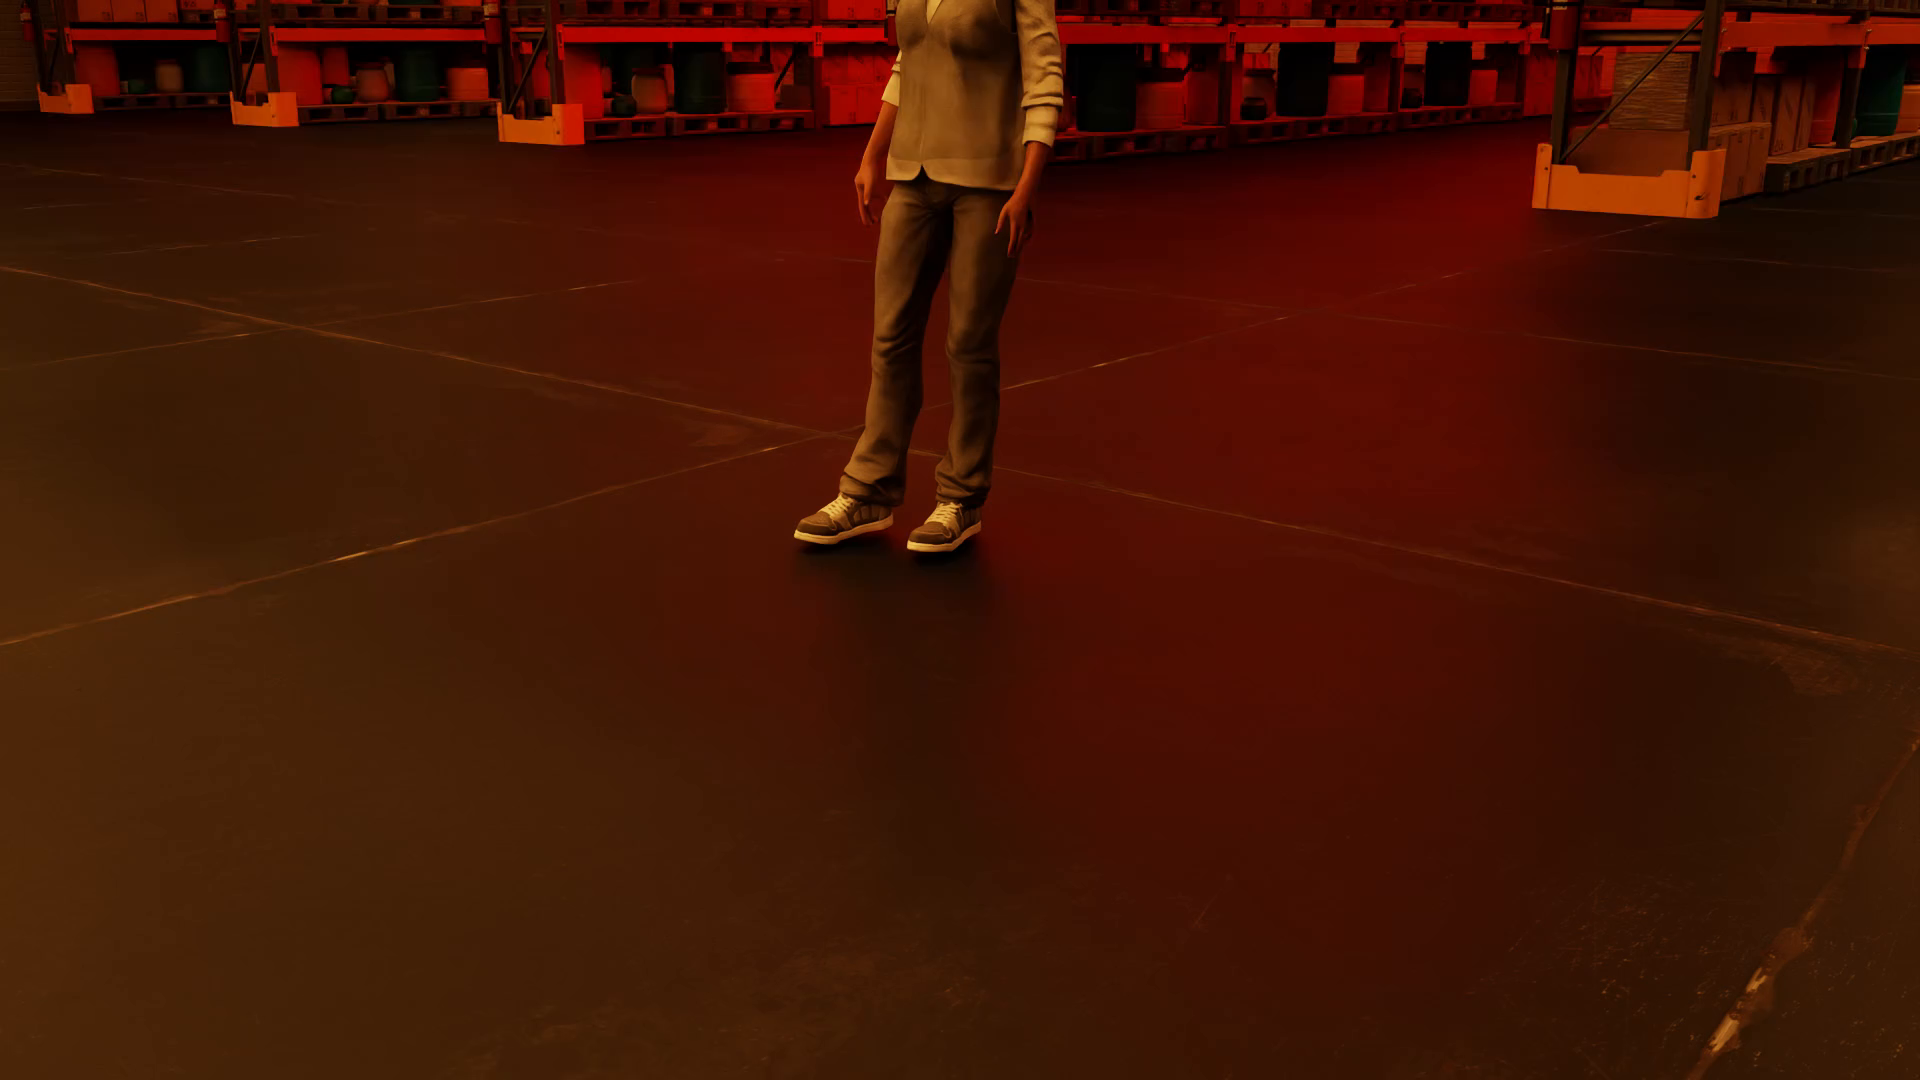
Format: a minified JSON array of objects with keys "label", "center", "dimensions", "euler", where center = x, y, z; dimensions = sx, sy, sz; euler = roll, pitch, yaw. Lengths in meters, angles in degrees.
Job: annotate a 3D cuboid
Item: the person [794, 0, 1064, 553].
[{"label":"person","center":[-0.058,-0.757,3.662],"dimensions":[0.520,1.597,0.475],"euler":[13,21,37]}]
